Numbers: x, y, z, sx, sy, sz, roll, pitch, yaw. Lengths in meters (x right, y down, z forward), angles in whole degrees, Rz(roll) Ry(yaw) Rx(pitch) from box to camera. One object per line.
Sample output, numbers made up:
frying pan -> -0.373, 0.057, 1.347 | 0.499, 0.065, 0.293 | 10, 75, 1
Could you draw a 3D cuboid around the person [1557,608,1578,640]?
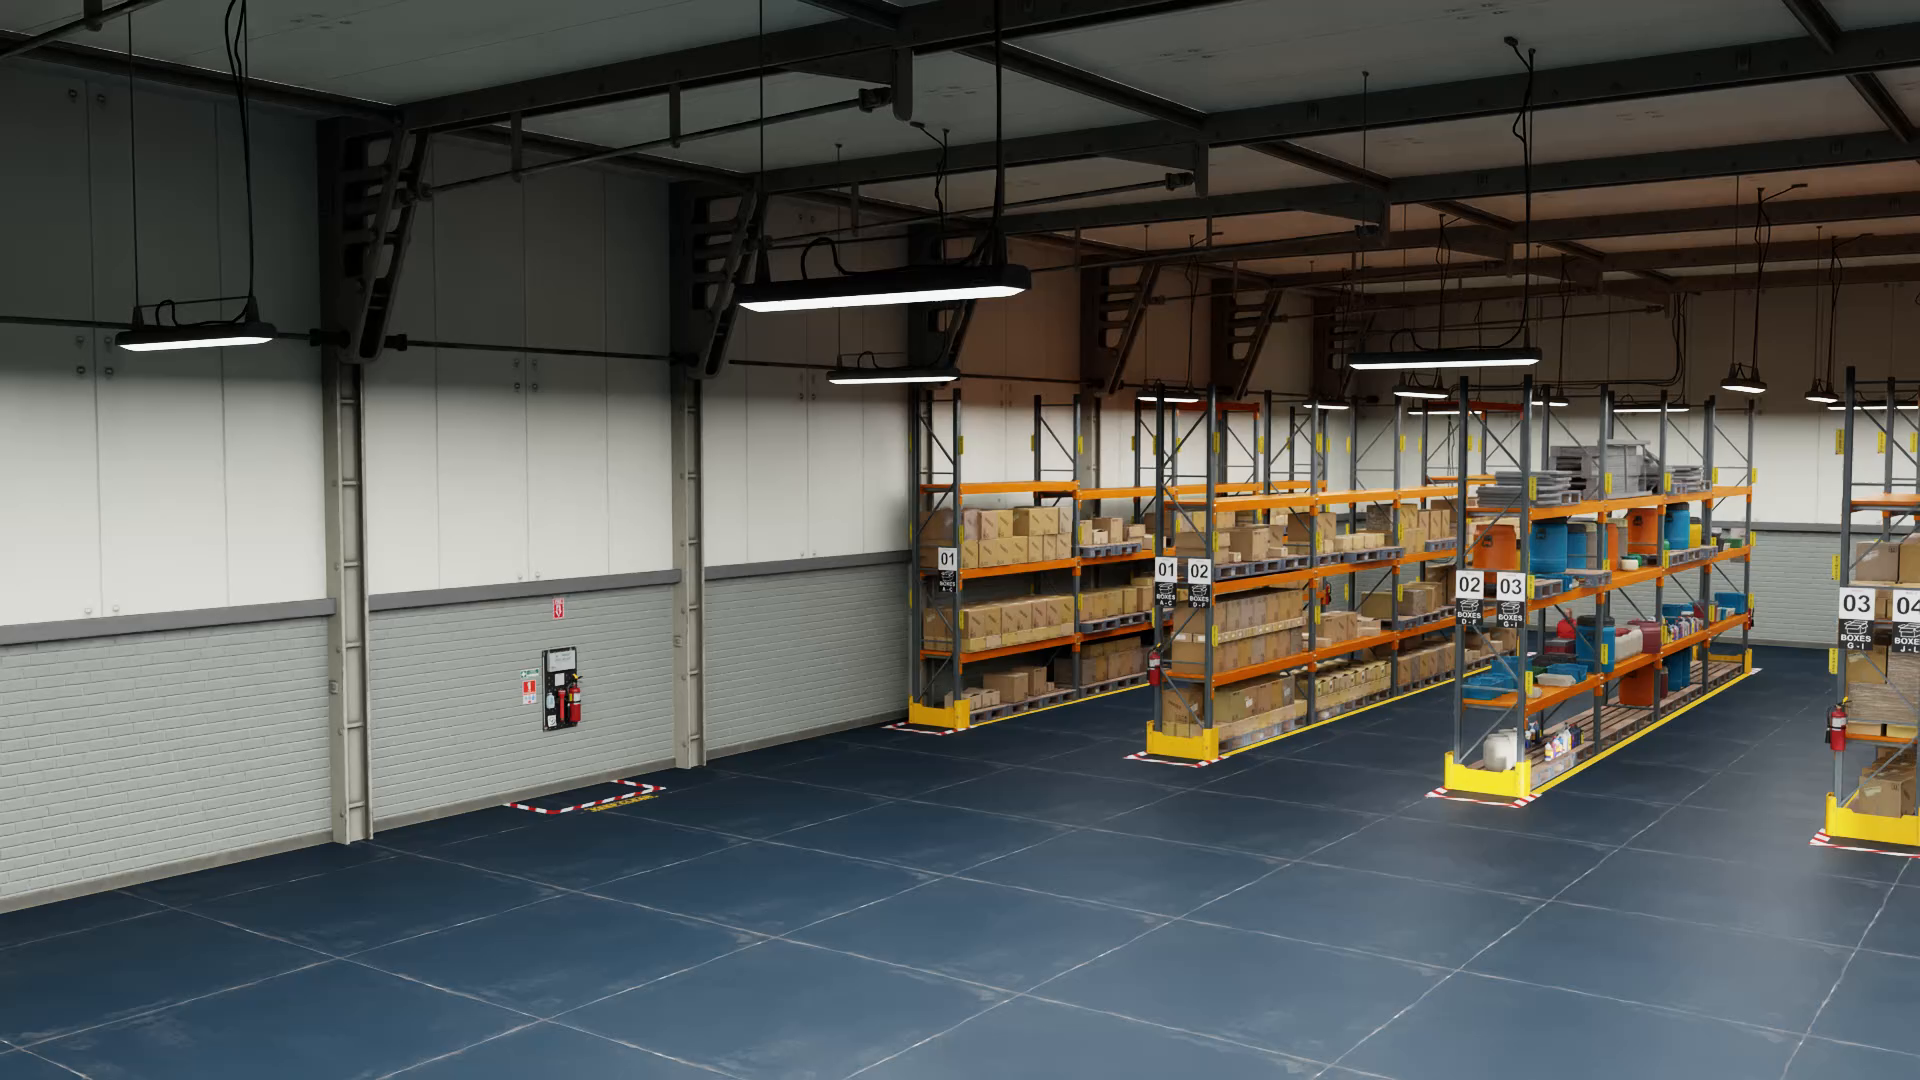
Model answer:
person -> 12.370, 2.220, 33.855 | 0.565, 1.659, 1.084 | 2, 4, 36
